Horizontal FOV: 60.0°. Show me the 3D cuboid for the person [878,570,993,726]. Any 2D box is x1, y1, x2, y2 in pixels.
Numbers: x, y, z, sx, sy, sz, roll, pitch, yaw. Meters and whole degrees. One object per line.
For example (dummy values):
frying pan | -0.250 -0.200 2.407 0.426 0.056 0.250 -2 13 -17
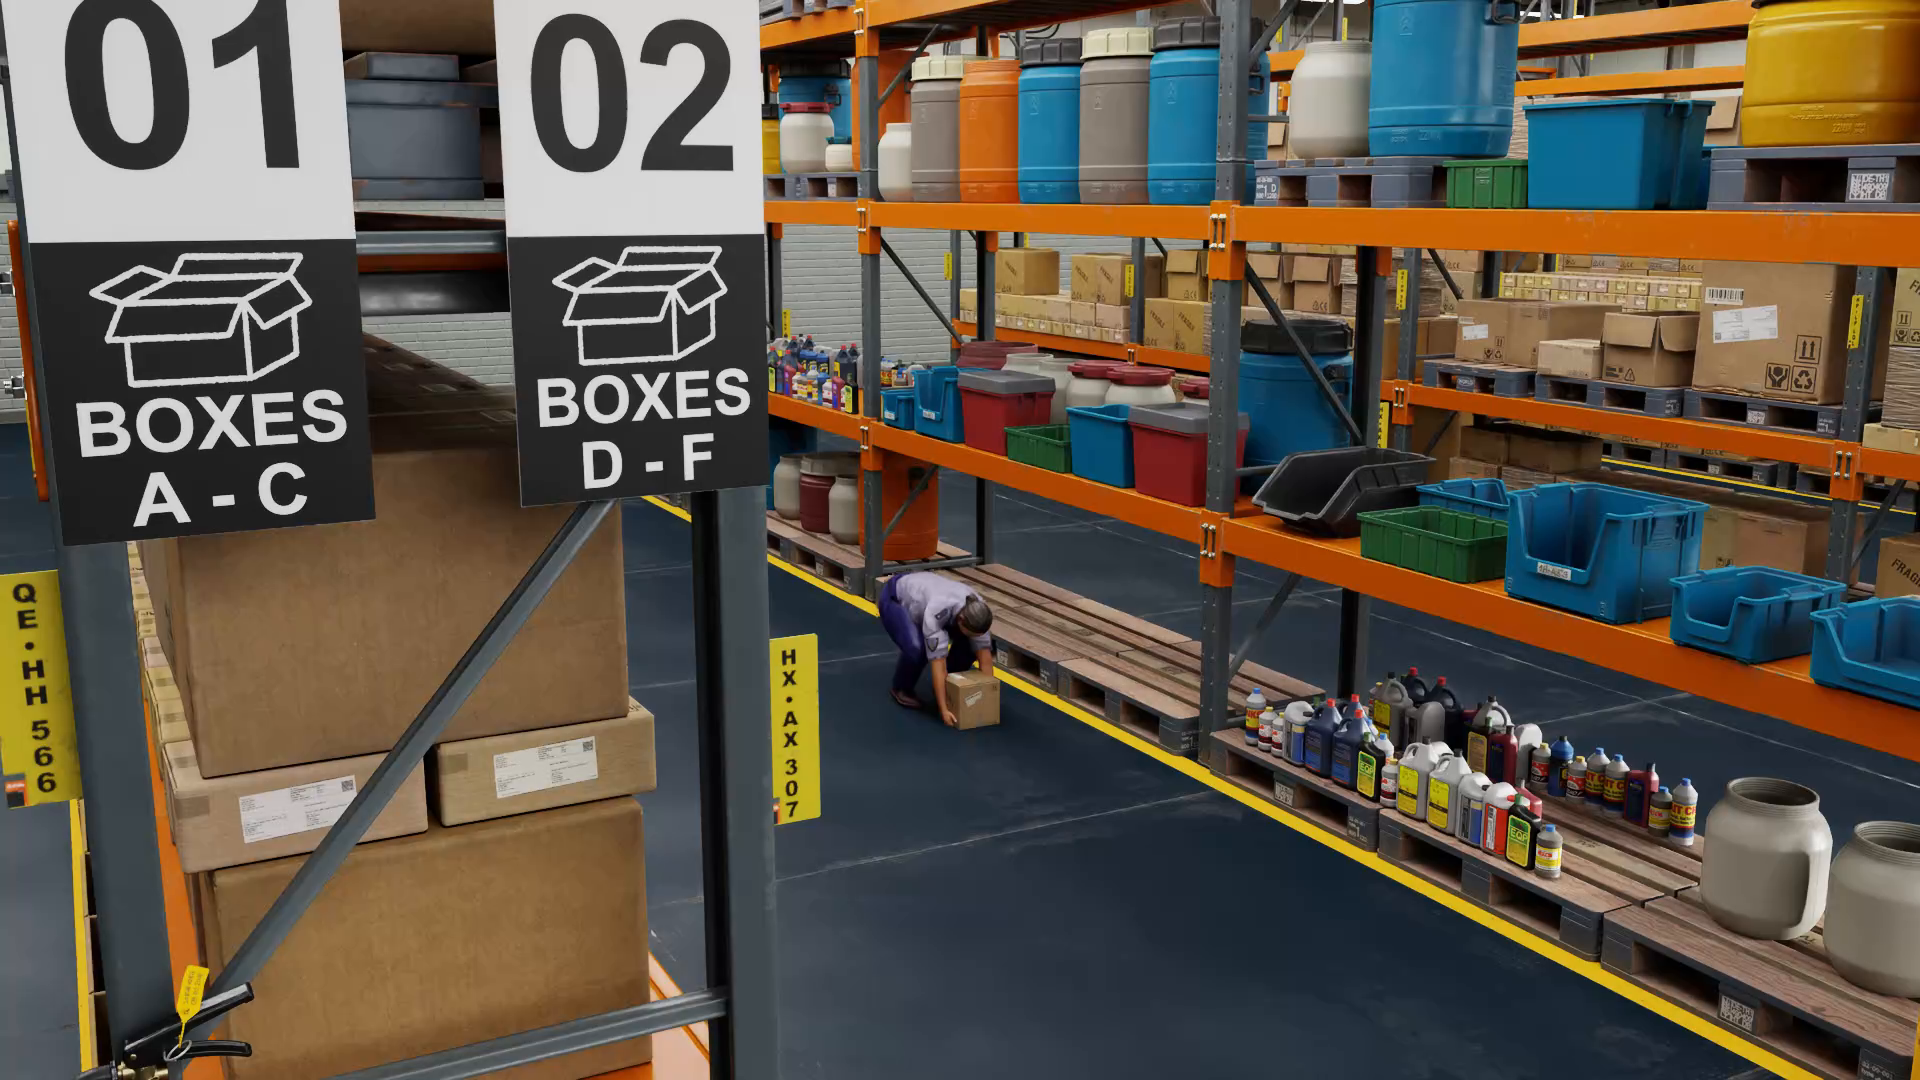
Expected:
person | -0.108 0.591 9.408 0.504 0.759 0.905 -7 14 -30
